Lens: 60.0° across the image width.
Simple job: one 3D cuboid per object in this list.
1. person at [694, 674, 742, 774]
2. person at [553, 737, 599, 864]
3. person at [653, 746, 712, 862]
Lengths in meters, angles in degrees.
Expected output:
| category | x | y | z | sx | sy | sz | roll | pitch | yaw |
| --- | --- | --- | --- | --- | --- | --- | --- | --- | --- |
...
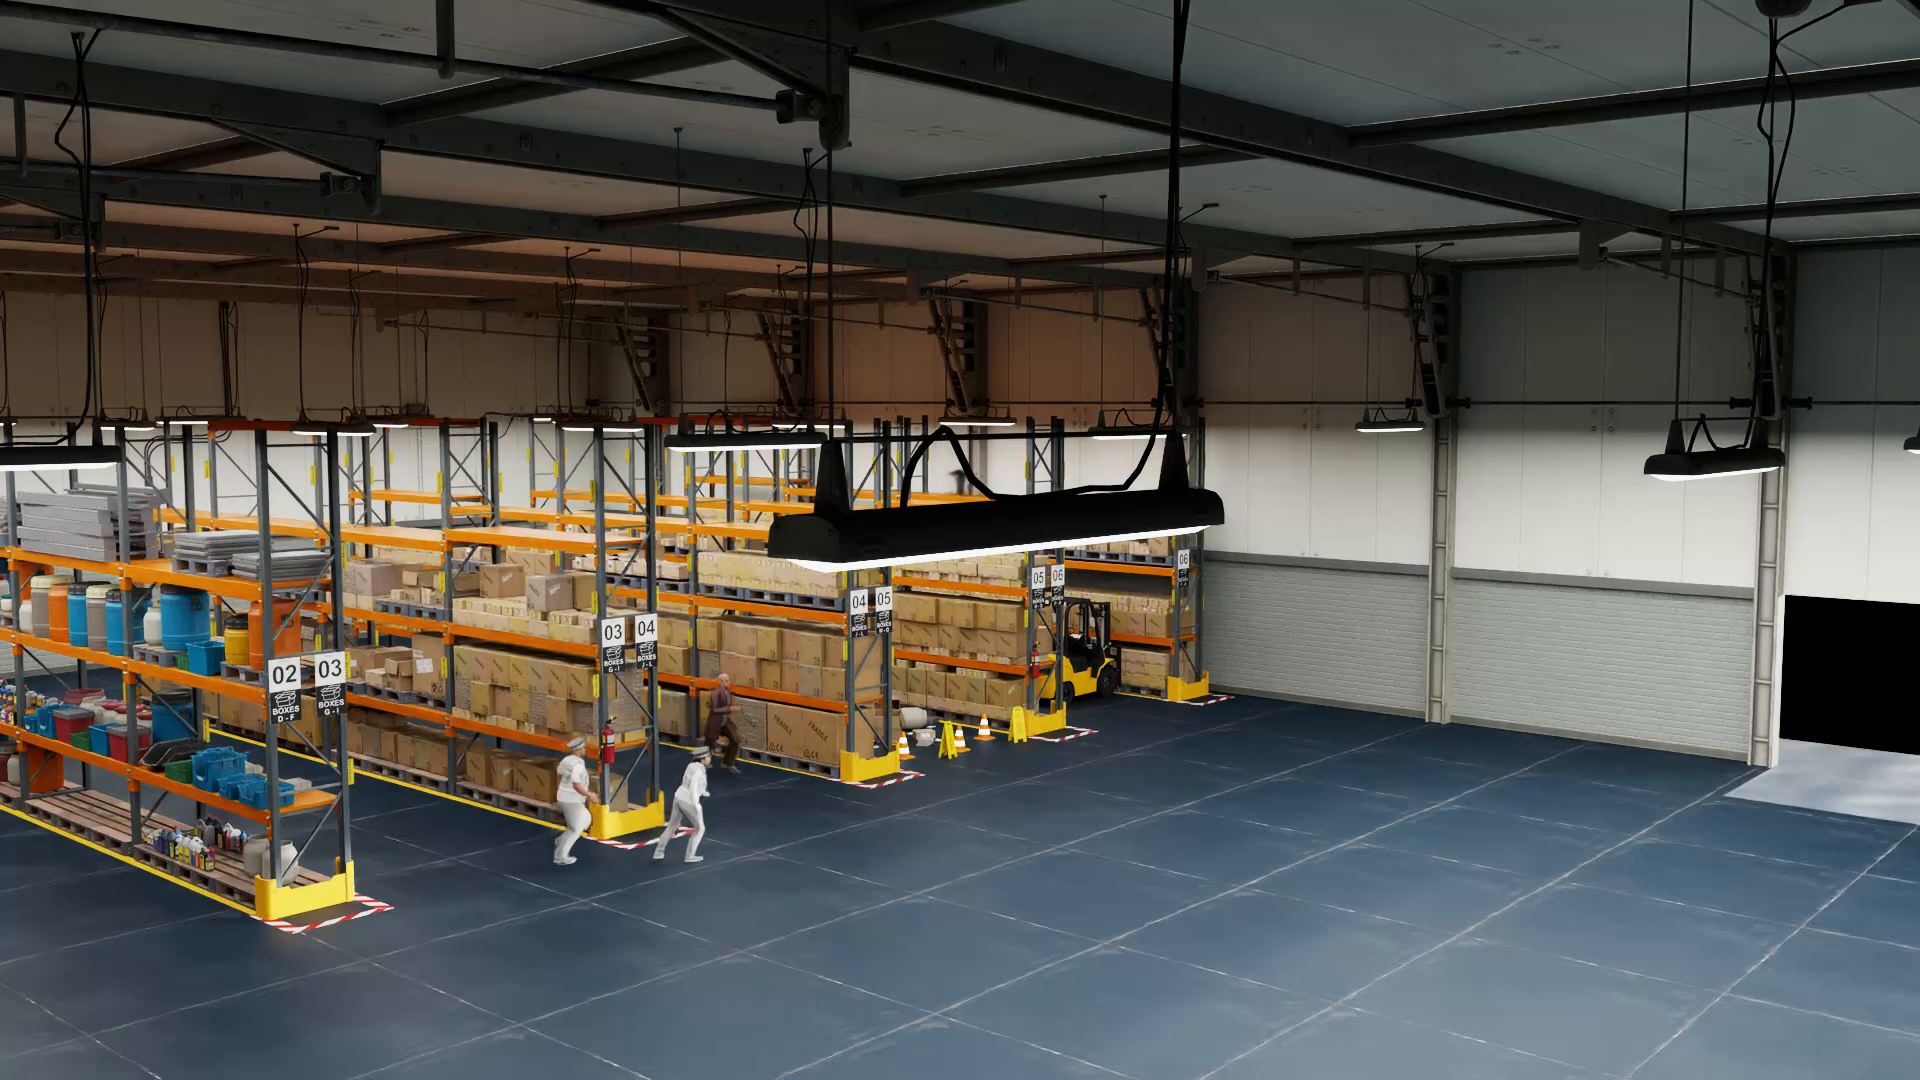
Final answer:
| category | x | y | z | sx | sy | sz | roll | pitch | yaw |
| --- | --- | --- | --- | --- | --- | --- | --- | --- | --- |
| person | -4.107 | 3.108 | 28.196 | 1.055 | 1.734 | 0.626 | 3 | 6 | 35 |
| person | -5.314 | 3.572 | 22.888 | 0.629 | 1.724 | 0.627 | -2 | 5 | -27 |
| person | -3.780 | 3.644 | 22.864 | 0.852 | 1.597 | 0.641 | -4 | 6 | -38 |
